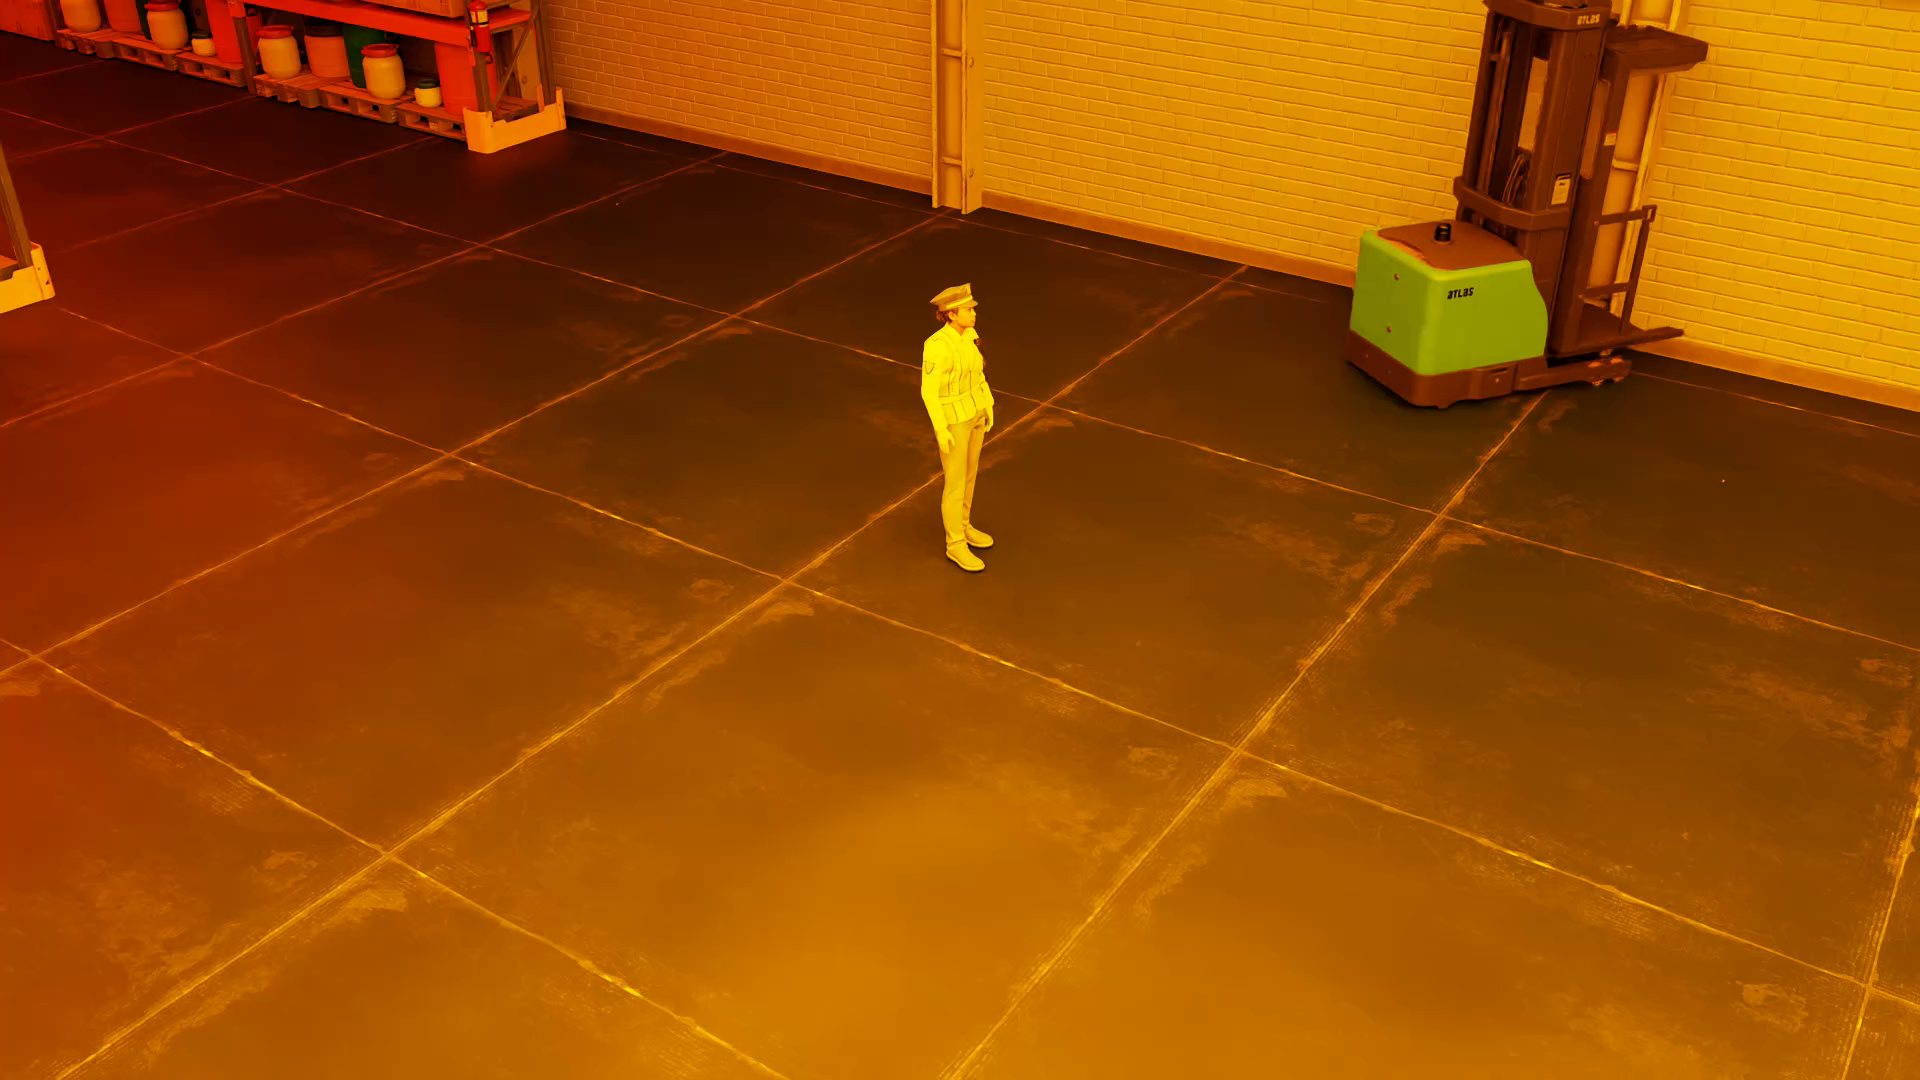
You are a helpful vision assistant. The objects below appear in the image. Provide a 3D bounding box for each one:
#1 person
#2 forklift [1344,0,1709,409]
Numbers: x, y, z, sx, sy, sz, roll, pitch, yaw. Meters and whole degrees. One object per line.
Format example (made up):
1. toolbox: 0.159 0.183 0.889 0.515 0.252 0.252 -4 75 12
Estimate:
1. person: 0.053 -0.717 10.032 0.530 1.694 0.586 19 35 29
2. forklift: 4.522 -2.673 12.185 3.031 2.935 1.130 -11 32 -18
